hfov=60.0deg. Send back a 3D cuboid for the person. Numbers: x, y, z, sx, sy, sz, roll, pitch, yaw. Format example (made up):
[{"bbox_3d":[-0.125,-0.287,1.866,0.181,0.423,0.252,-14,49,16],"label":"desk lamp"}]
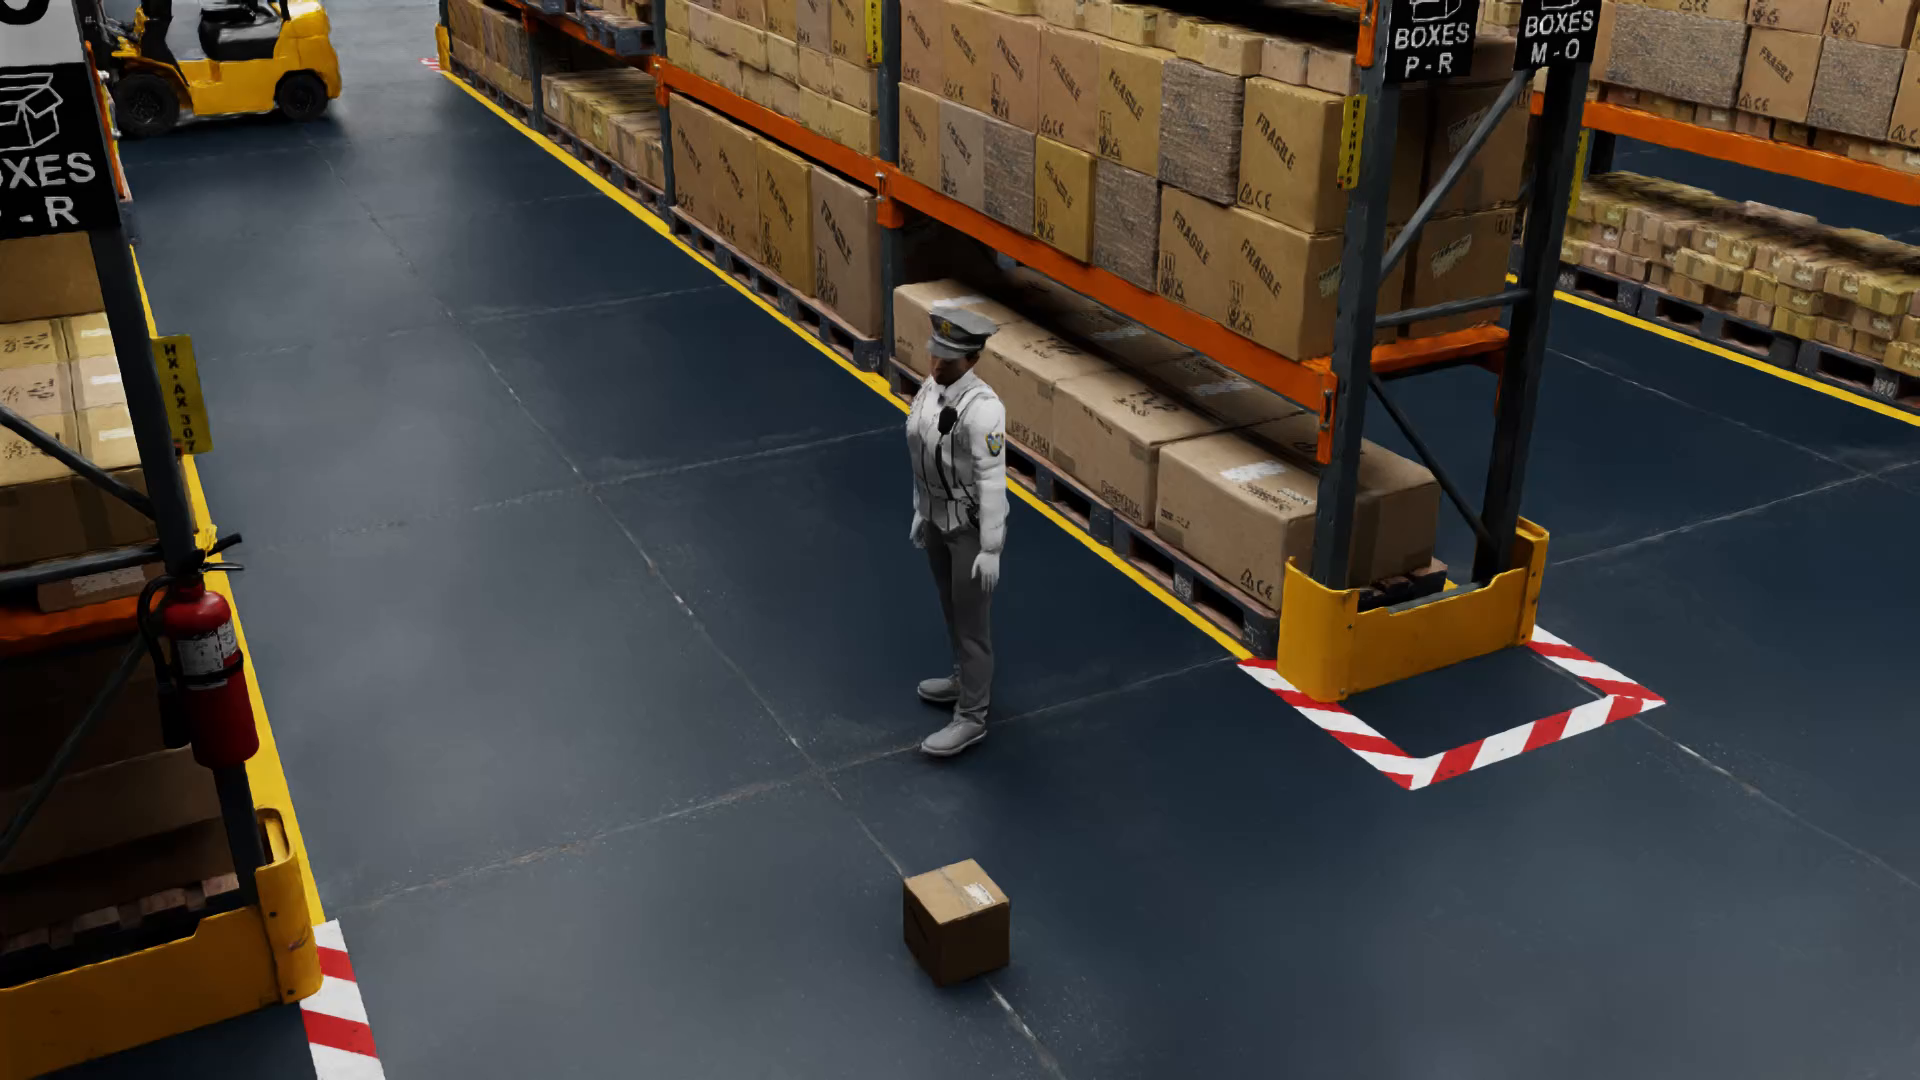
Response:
[{"bbox_3d":[-0.027,-0.038,6.117,0.444,1.677,0.574,-14,29,-27],"label":"person"}]
